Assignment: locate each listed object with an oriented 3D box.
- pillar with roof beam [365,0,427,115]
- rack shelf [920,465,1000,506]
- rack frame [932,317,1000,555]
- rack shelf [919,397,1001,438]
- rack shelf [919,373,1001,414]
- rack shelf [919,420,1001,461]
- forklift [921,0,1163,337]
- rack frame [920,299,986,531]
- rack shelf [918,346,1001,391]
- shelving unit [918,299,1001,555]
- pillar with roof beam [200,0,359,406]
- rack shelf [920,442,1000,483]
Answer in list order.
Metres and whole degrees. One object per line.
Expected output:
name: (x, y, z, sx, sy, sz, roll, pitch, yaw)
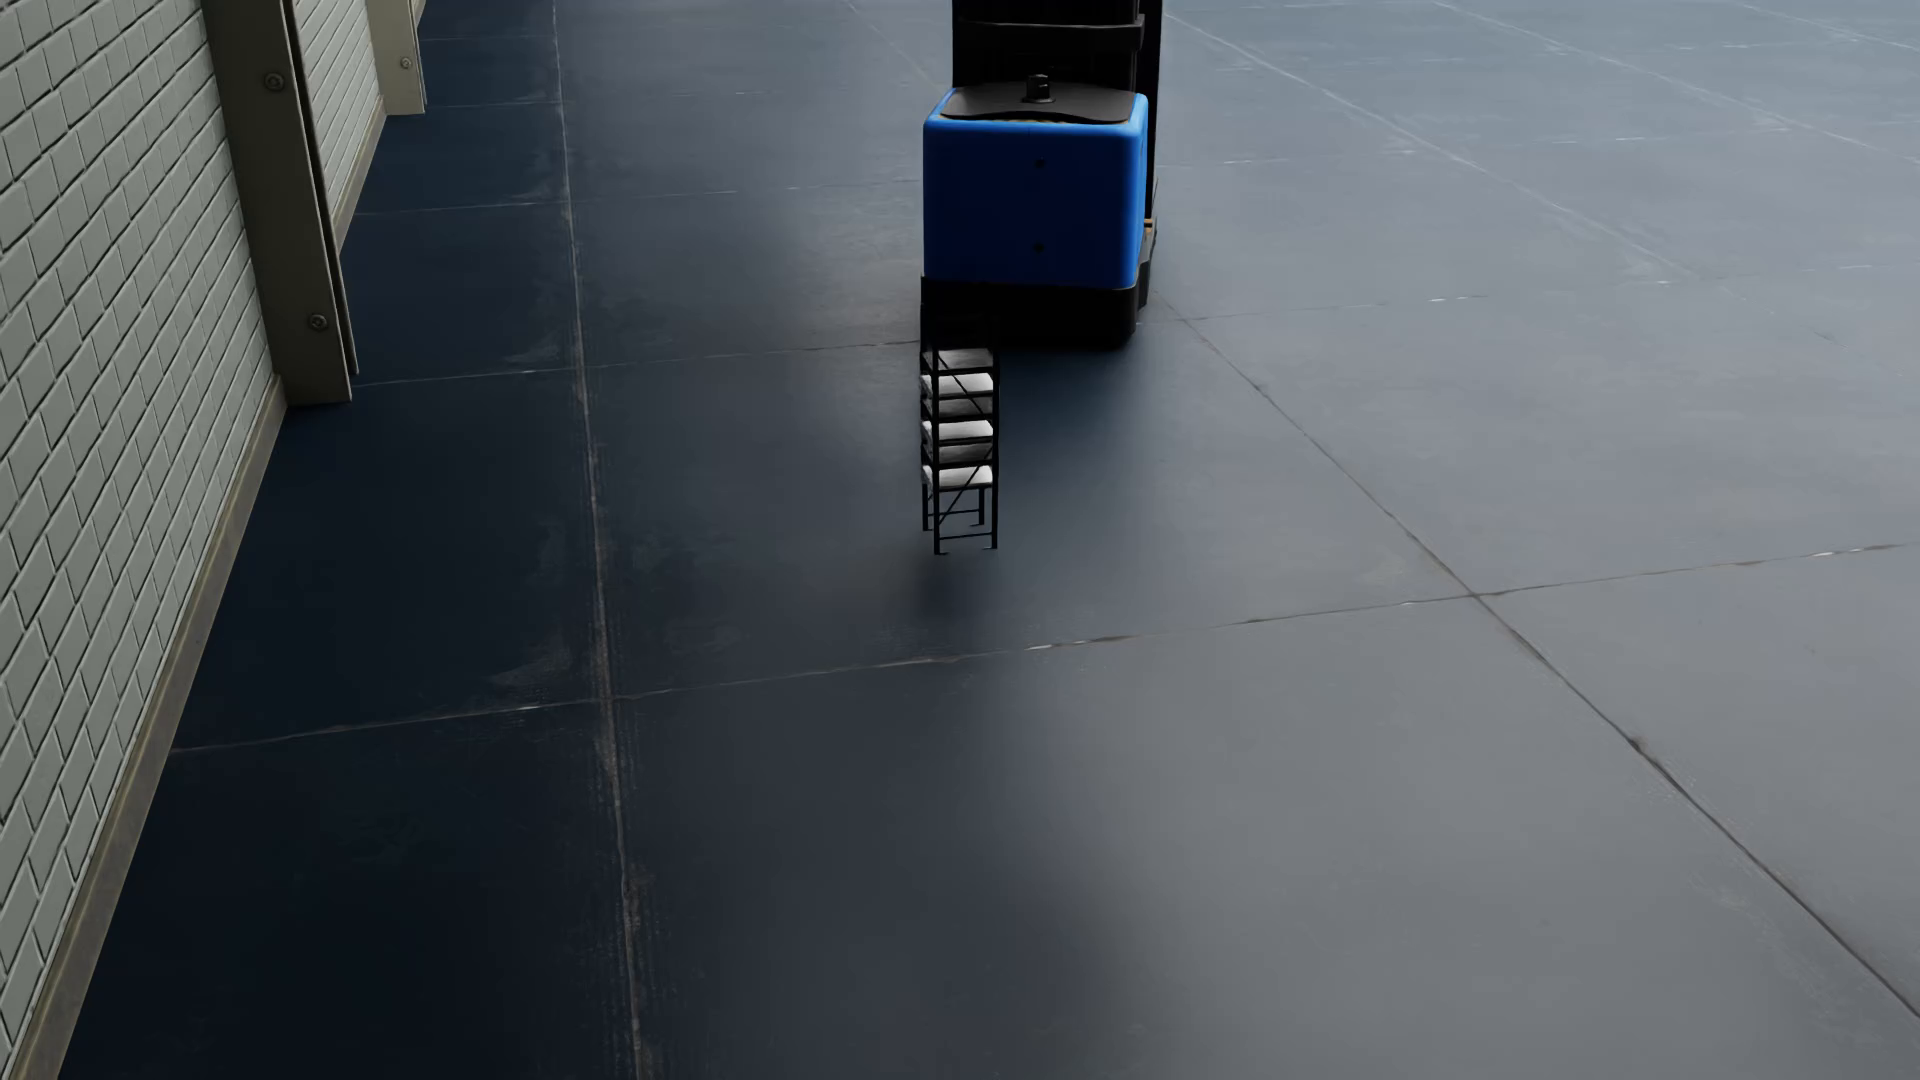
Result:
pillar with roof beam: (-0.096, -7.785, 11.688, 9.100, 9.000, 0.400, -6, 27, -12)
rack shelf: (-0.002, -0.215, 6.150, 0.258, 0.077, 0.200, -6, 27, -12)
rack frame: (0.021, -0.361, 5.966, 0.240, 0.900, 0.006, -6, 27, -12)
rack shelf: (-0.002, -0.456, 6.029, 0.258, 0.077, 0.200, -6, 27, -12)
rack shelf: (-0.002, -0.536, 5.988, 0.258, 0.077, 0.200, -6, 27, -12)
rack shelf: (-0.002, -0.376, 6.069, 0.258, 0.077, 0.200, -6, 27, -12)
forklift: (0.540, -2.926, 8.795, 1.130, 2.935, 3.031, 4, 27, 8)
rack frame: (-0.025, -0.450, 6.143, 0.240, 0.900, 0.006, -6, 27, -12)
rack shelf: (-0.002, -0.617, 5.948, 0.258, 0.077, 0.200, -6, 27, -12)
shelving unit: (-0.002, -0.405, 6.054, 0.258, 0.900, 0.210, -6, 27, -12)
pillar with roof beam: (1.256, -5.151, 6.469, 9.100, 9.000, 0.400, -6, 27, -12)
rack shelf: (-0.002, -0.295, 6.110, 0.258, 0.077, 0.200, -6, 27, -12)
